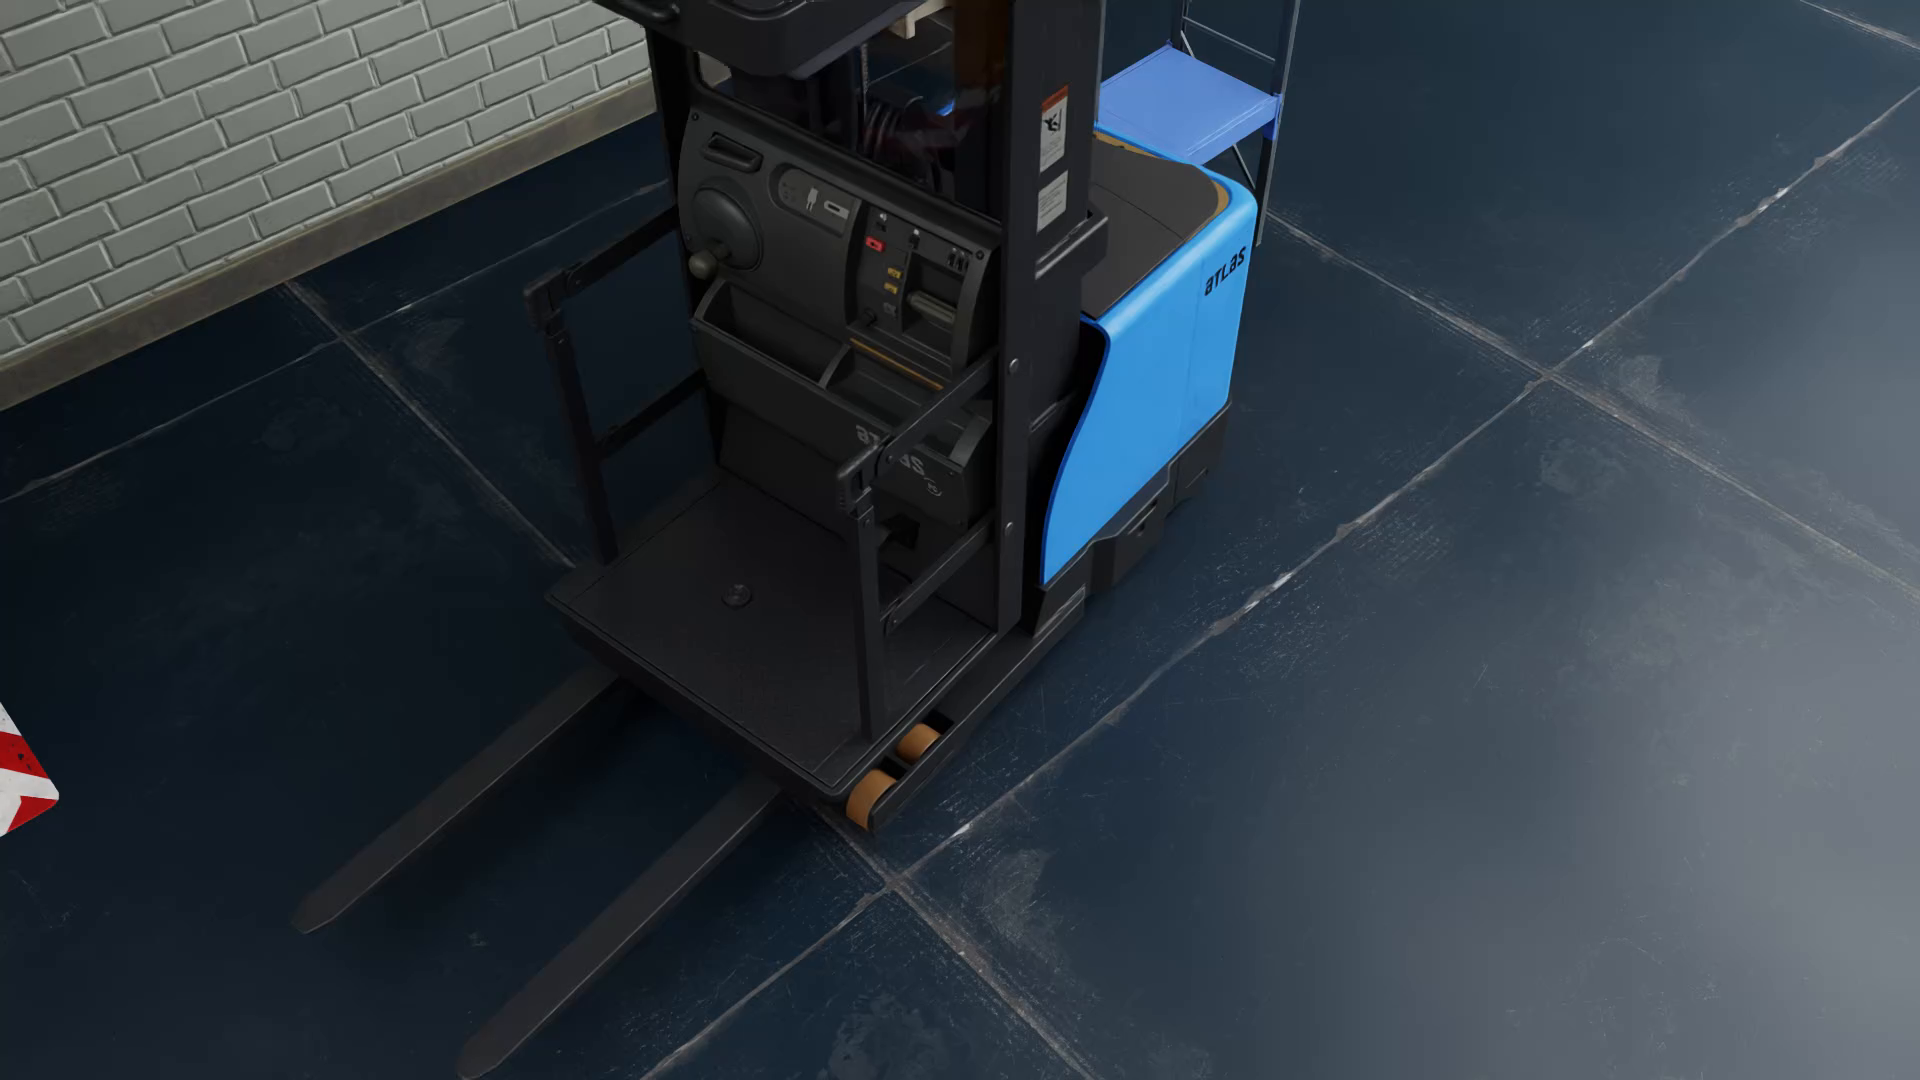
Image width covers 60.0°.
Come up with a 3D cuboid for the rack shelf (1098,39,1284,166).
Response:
[{"bbox_3d":[0.590,-1.362,5.731,0.538,0.185,1.000,36,57,29],"label":"rack shelf"}]

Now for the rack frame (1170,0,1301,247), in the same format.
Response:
[{"bbox_3d":[0.948,-1.749,5.843,0.500,1.500,0.032,36,57,29],"label":"rack frame"}]

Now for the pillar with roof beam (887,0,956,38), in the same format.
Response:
[{"bbox_3d":[2.706,-3.083,1.972,0.400,9.000,9.100,-34,56,-27],"label":"pillar with roof beam"}]

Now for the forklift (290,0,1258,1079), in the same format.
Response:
[{"bbox_3d":[-0.446,-0.625,3.833,1.130,2.935,3.031,30,54,25],"label":"forklift"}]

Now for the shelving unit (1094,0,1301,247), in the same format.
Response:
[{"bbox_3d":[0.590,-1.484,5.599,0.538,1.500,1.048,36,57,29],"label":"shelving unit"}]

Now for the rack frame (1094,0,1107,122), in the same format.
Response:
[{"bbox_3d":[0.232,-1.219,5.354,0.500,1.500,0.032,36,57,29],"label":"rack frame"}]
